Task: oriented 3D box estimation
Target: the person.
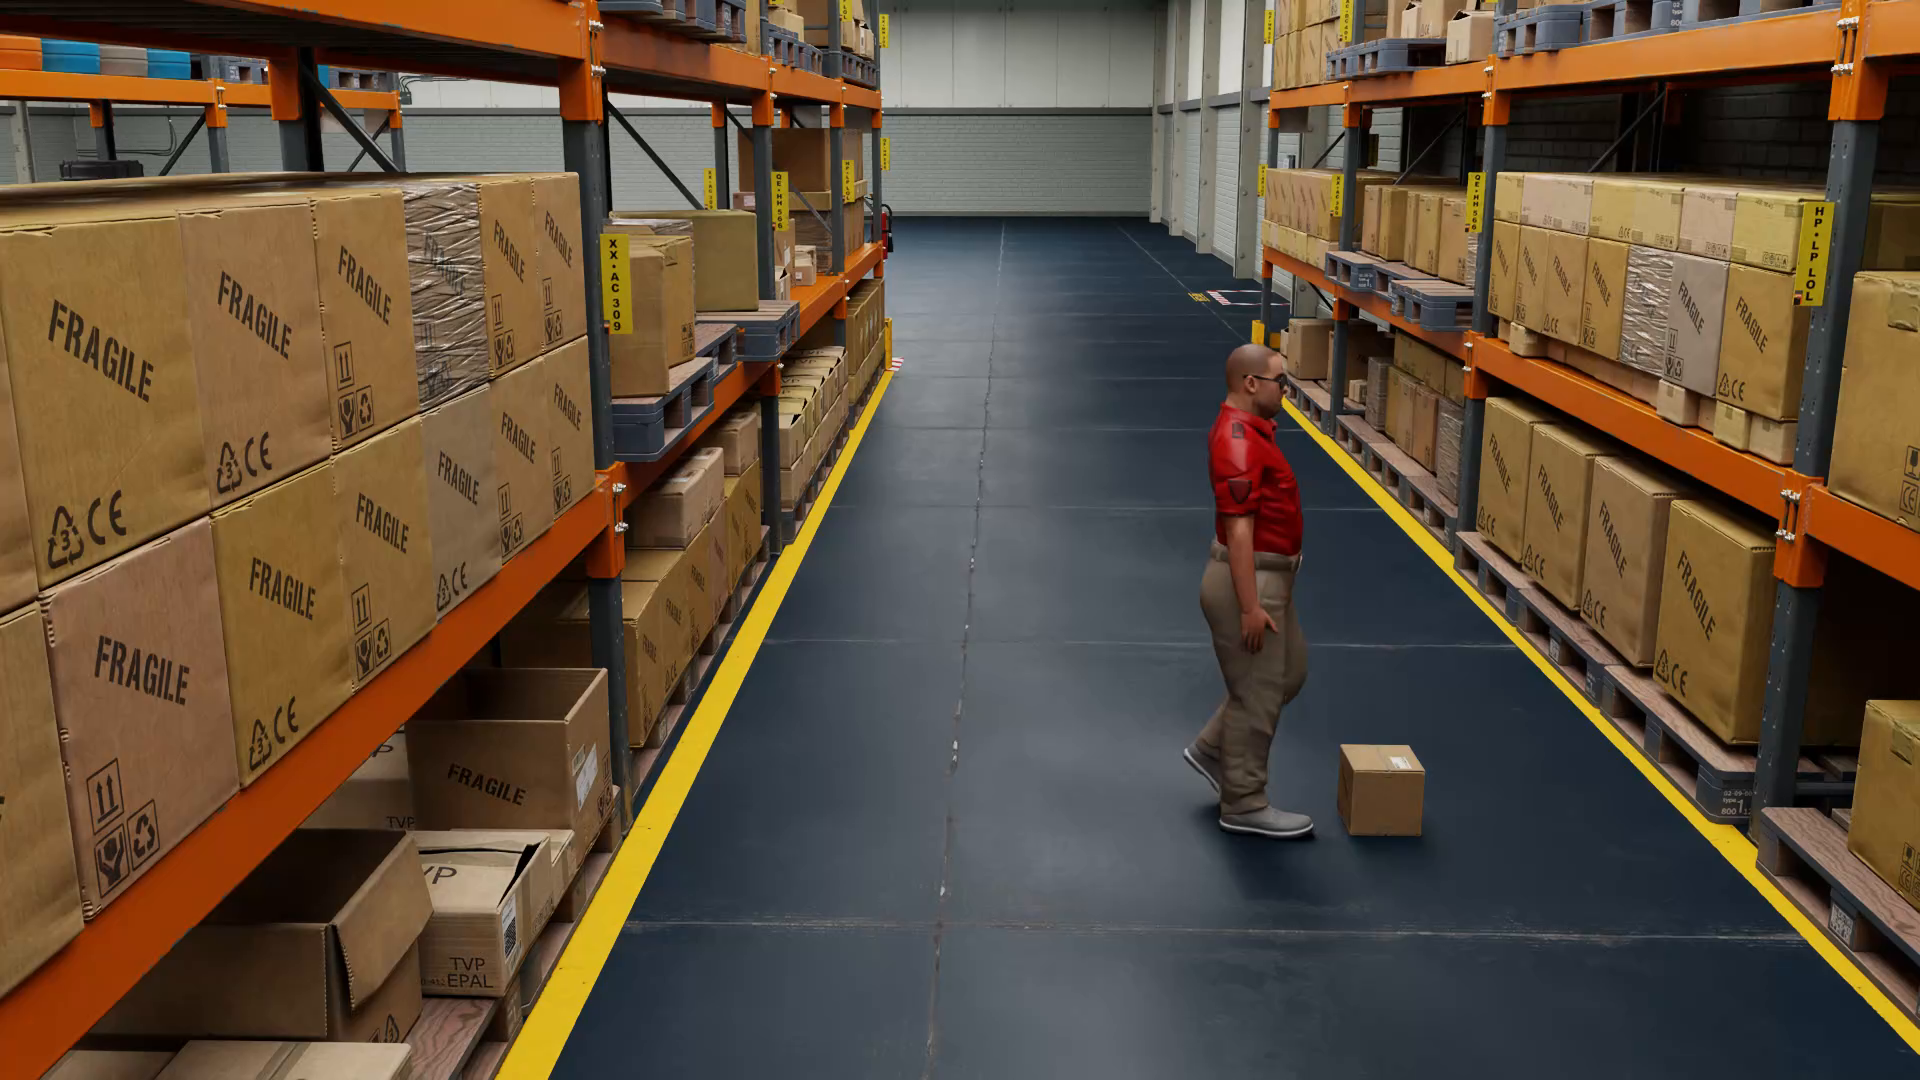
[{"bbox_3d":[1.041,0.179,5.801,0.450,1.722,0.563,2,14,9],"label":"person"}]
